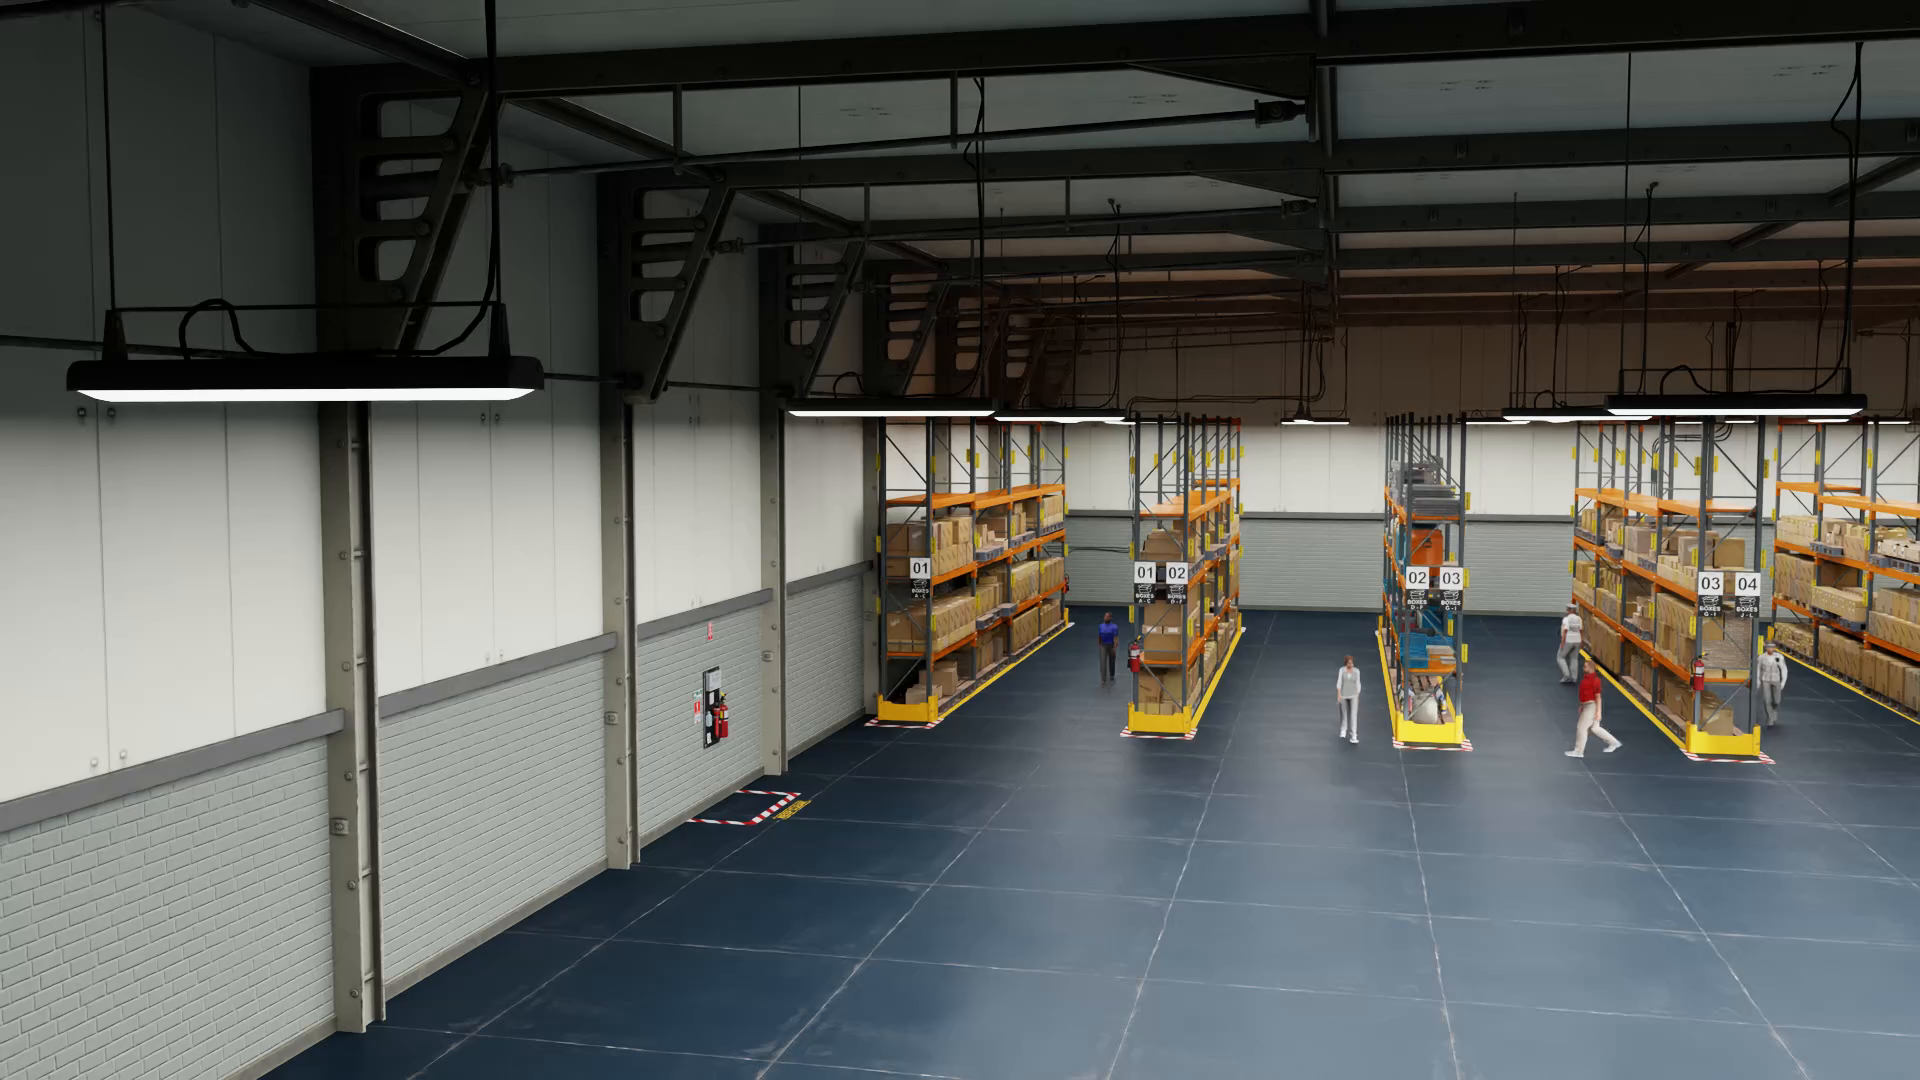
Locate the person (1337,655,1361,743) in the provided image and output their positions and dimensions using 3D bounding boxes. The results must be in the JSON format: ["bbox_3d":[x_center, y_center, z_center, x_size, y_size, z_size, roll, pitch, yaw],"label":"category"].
[{"bbox_3d":[7.102,2.910,30.379,0.414,1.510,0.777,1,4,19],"label":"person"}]

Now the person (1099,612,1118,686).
[{"bbox_3d":[3.299,2.412,36.998,0.449,1.577,1.012,1,4,10],"label":"person"}]

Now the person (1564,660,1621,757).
[{"bbox_3d":[10.986,2.917,28.841,0.986,1.683,0.559,0,4,6],"label":"person"}]

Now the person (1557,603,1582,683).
[{"bbox_3d":[13.724,2.336,37.372,0.574,1.811,0.403,-1,4,-21],"label":"person"}]

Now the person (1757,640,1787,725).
[{"bbox_3d":[15.676,2.730,32.142,0.550,1.655,0.582,2,4,25],"label":"person"}]
